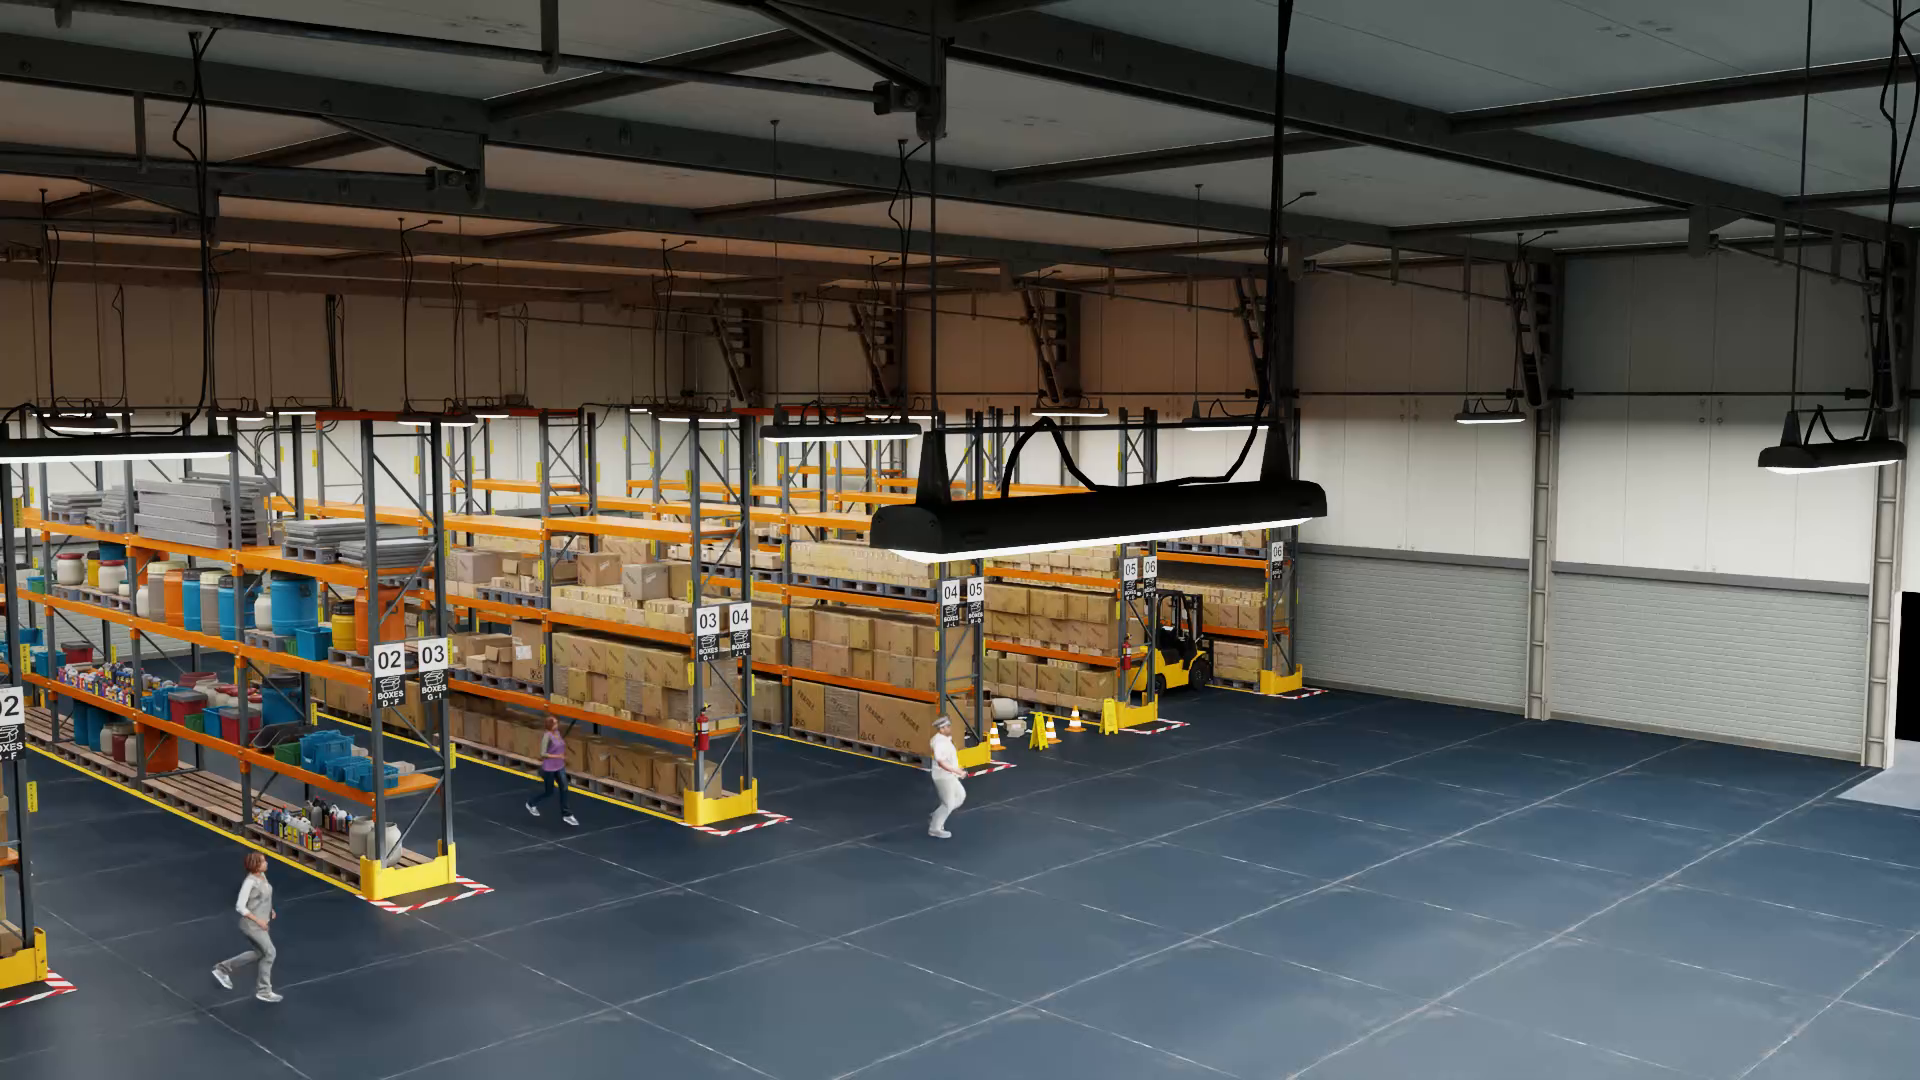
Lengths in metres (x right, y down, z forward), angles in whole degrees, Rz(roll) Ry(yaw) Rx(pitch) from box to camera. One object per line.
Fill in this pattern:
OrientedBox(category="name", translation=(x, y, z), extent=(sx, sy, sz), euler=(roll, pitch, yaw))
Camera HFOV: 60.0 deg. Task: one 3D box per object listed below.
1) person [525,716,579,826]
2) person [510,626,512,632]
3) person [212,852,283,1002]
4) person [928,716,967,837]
OrientedBox(category="person", translation=(-5.995, 3.368, 24.381), extent=(0.877, 1.605, 0.538), euler=(2, 5, 22))
OrientedBox(category="person", translation=(-10.716, 1.897, 40.379), extent=(0.707, 1.773, 0.708), euler=(1, 5, 10))
OrientedBox(category="person", translation=(-7.419, 4.023, 17.269), extent=(0.690, 1.604, 0.527), euler=(-1, 5, -11))
OrientedBox(category="person", translation=(-0.182, 3.360, 23.752), extent=(0.551, 1.745, 0.674), euler=(0, 5, 0))
